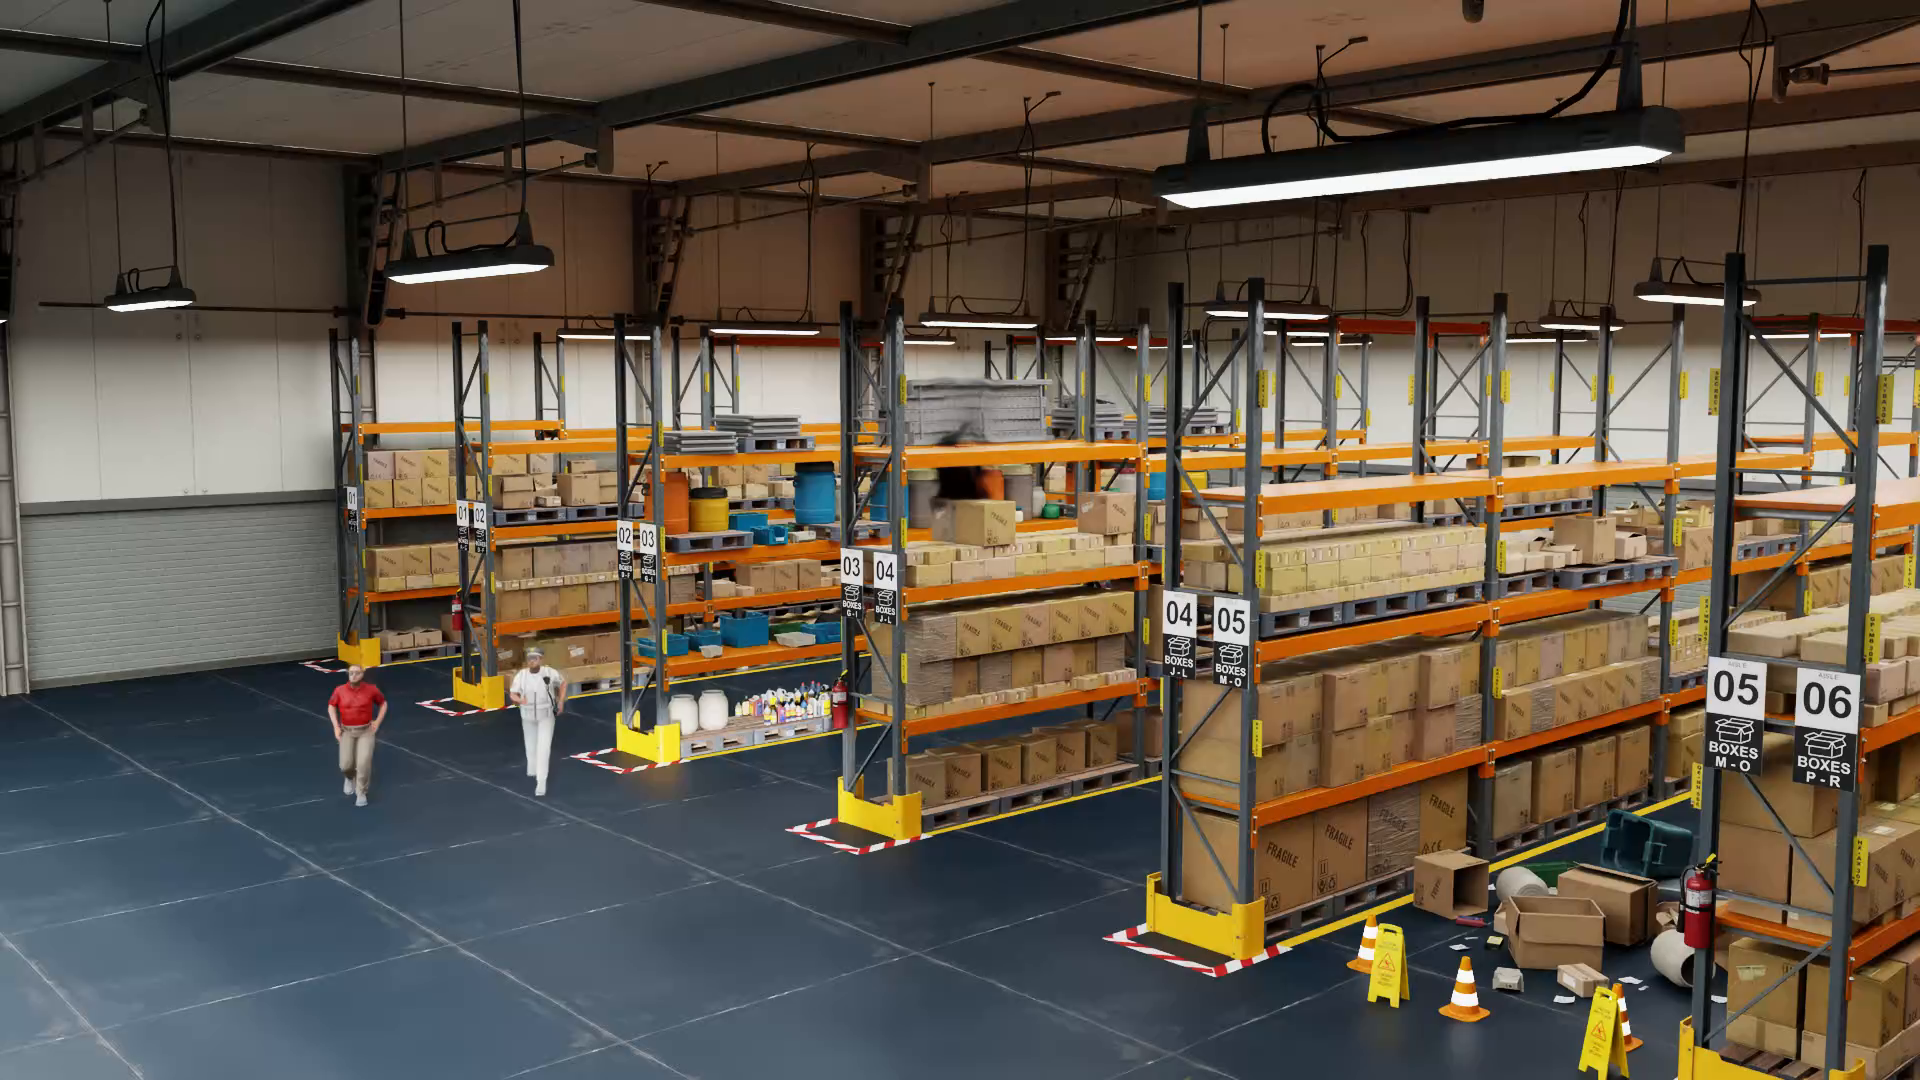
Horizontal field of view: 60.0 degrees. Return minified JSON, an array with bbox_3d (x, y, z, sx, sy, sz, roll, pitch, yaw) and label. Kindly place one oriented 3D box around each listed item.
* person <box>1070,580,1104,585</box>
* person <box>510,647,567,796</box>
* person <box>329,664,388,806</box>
[{"bbox_3d":[2.383,1.099,32.109,0.694,1.788,0.957,4,7,38],"label":"person"},{"bbox_3d":[-5.297,2.218,20.912,0.673,1.812,0.983,0,6,-5],"label":"person"},{"bbox_3d":[-7.293,2.339,20.182,0.683,1.702,0.600,-2,6,-16],"label":"person"}]
